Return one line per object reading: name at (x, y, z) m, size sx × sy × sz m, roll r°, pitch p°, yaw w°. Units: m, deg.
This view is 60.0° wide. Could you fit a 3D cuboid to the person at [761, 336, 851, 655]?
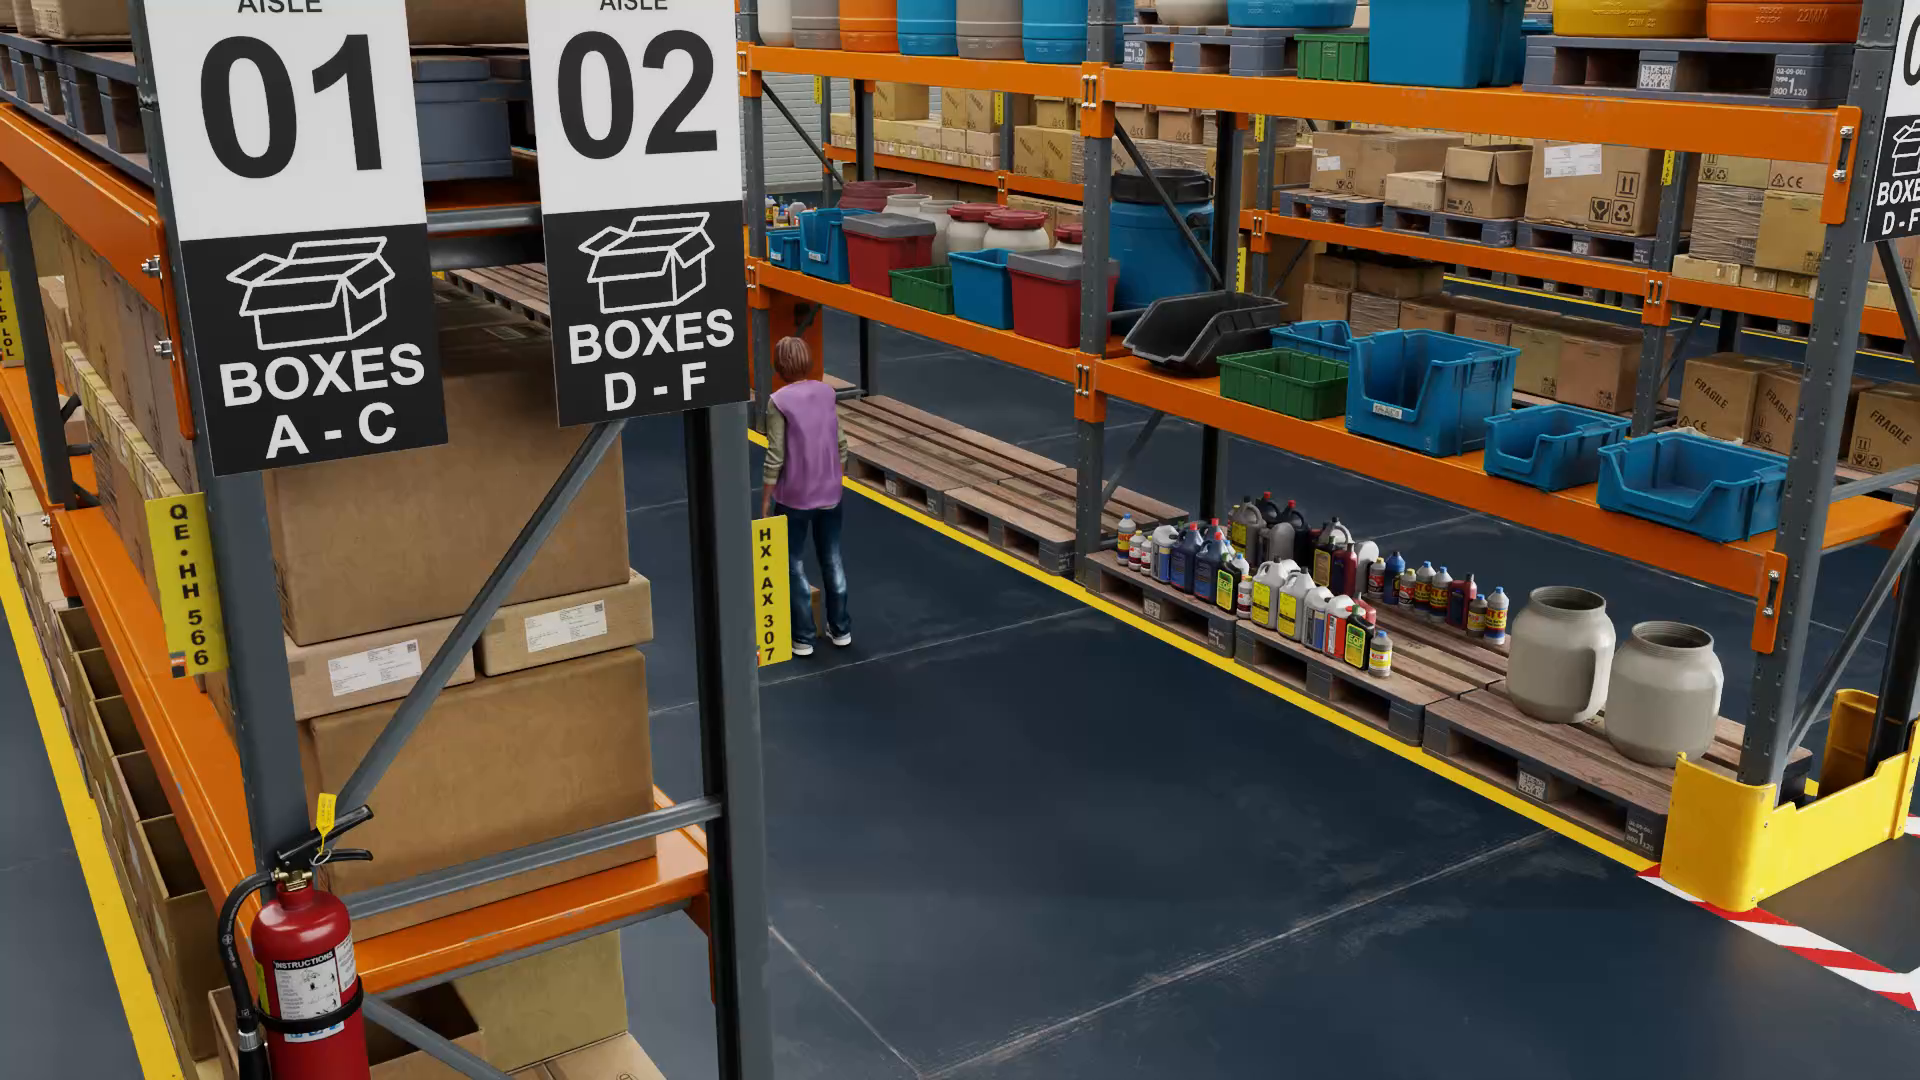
person at (-0.755, -0.209, 8.202) m, size 0.484 × 1.594 × 0.340 m, roll -13°, pitch 22°, yaw -34°
